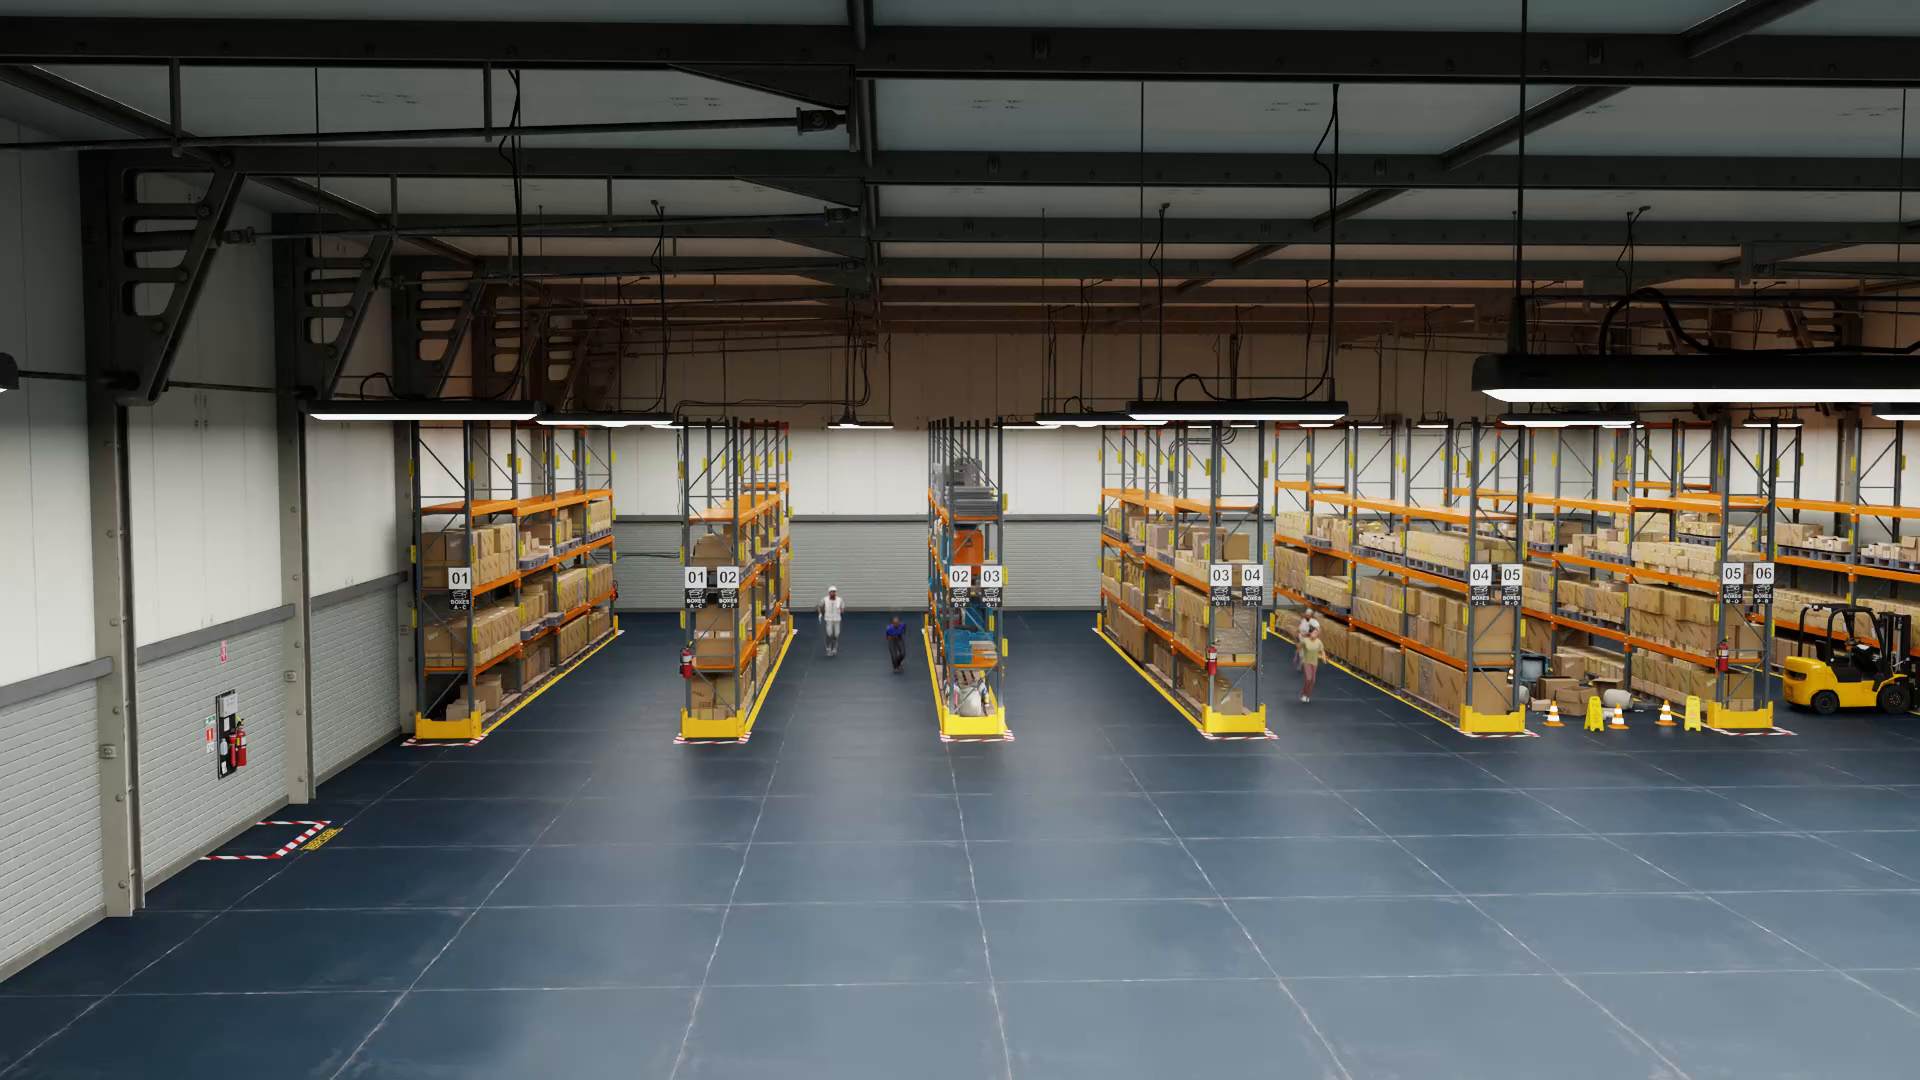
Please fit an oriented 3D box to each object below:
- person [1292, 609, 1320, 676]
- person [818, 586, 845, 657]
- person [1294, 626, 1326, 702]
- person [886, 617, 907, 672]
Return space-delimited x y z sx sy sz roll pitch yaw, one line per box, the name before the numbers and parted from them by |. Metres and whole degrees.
person | 8.166 2.404 39.137 0.713 1.604 0.652 2 4 29
person | -3.243 2.078 42.251 0.674 1.791 0.711 -1 4 -12
person | 7.399 2.616 34.971 0.531 1.614 0.763 -1 4 -12
person | -1.498 2.469 39.313 0.563 1.375 0.967 -1 4 -13
